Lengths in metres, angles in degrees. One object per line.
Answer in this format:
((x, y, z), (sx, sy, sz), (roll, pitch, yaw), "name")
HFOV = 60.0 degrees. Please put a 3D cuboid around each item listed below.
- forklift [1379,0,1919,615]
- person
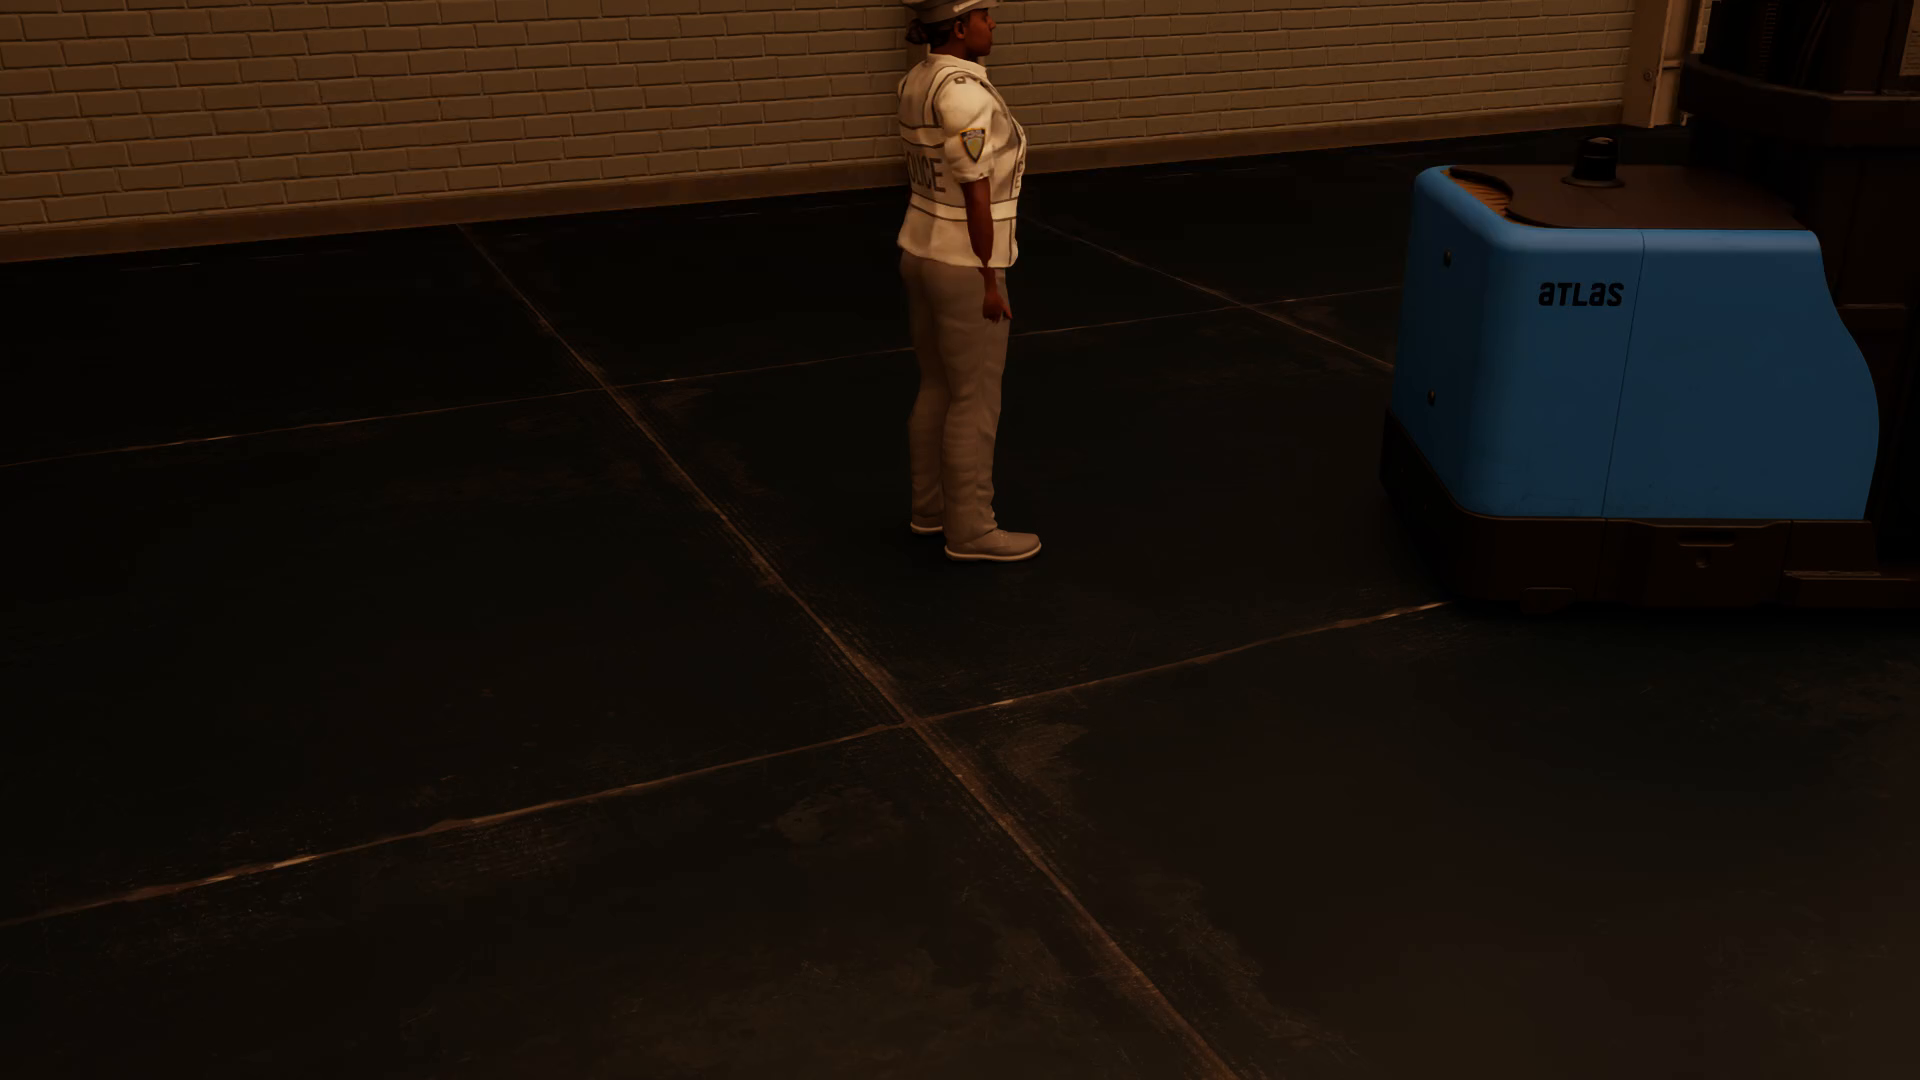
((2.867, -1.311, 4.443), (3.031, 2.935, 1.130), (0, 23, 1), "forklift")
((0.011, -0.779, 4.783), (0.348, 1.694, 0.451), (-10, 25, -23), "person")
